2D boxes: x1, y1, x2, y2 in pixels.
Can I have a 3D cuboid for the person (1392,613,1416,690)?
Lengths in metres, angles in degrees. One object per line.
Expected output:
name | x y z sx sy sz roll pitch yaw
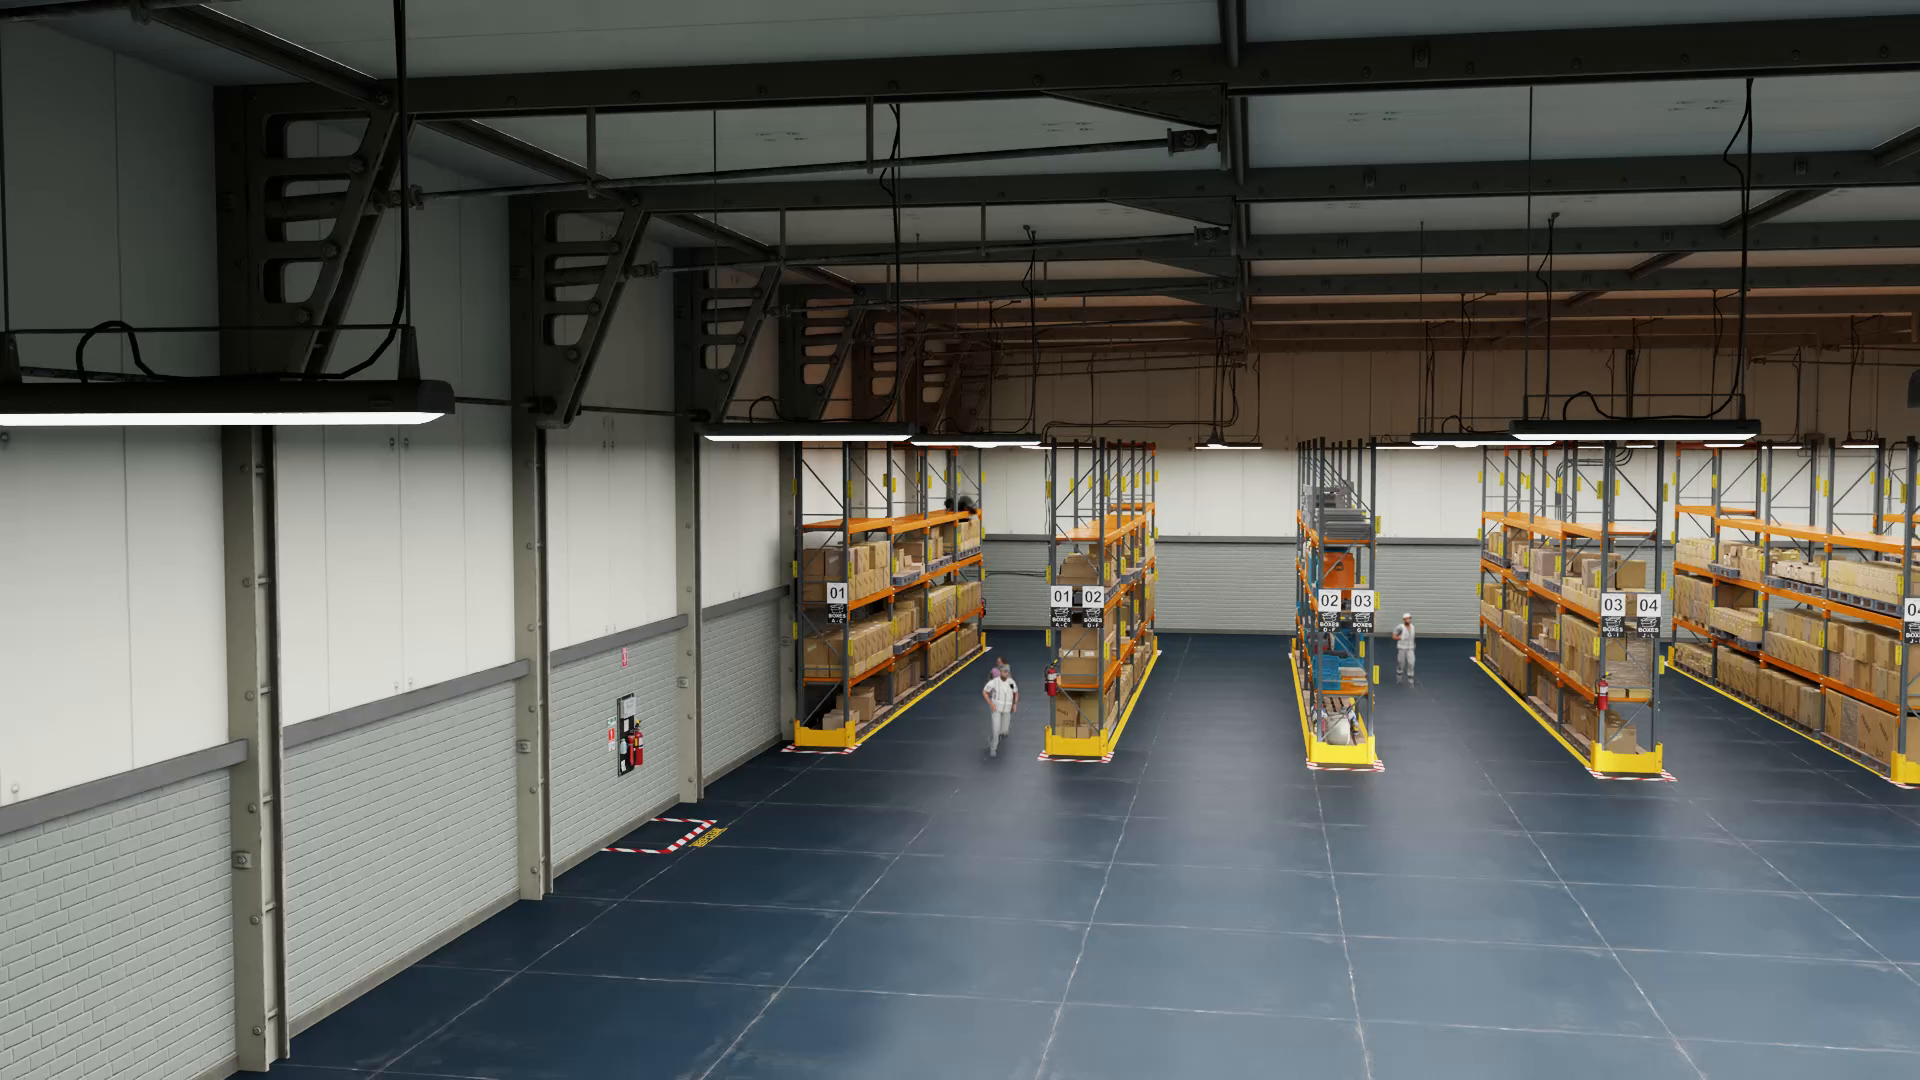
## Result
person | 10.802 2.684 40.438 0.627 1.821 0.897 0 3 -8

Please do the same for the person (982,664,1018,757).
person | 0.763 3.205 31.598 0.727 1.726 0.610 -1 3 -19

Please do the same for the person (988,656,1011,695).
person | 0.791 3.153 33.393 0.507 1.640 0.709 0 3 6
